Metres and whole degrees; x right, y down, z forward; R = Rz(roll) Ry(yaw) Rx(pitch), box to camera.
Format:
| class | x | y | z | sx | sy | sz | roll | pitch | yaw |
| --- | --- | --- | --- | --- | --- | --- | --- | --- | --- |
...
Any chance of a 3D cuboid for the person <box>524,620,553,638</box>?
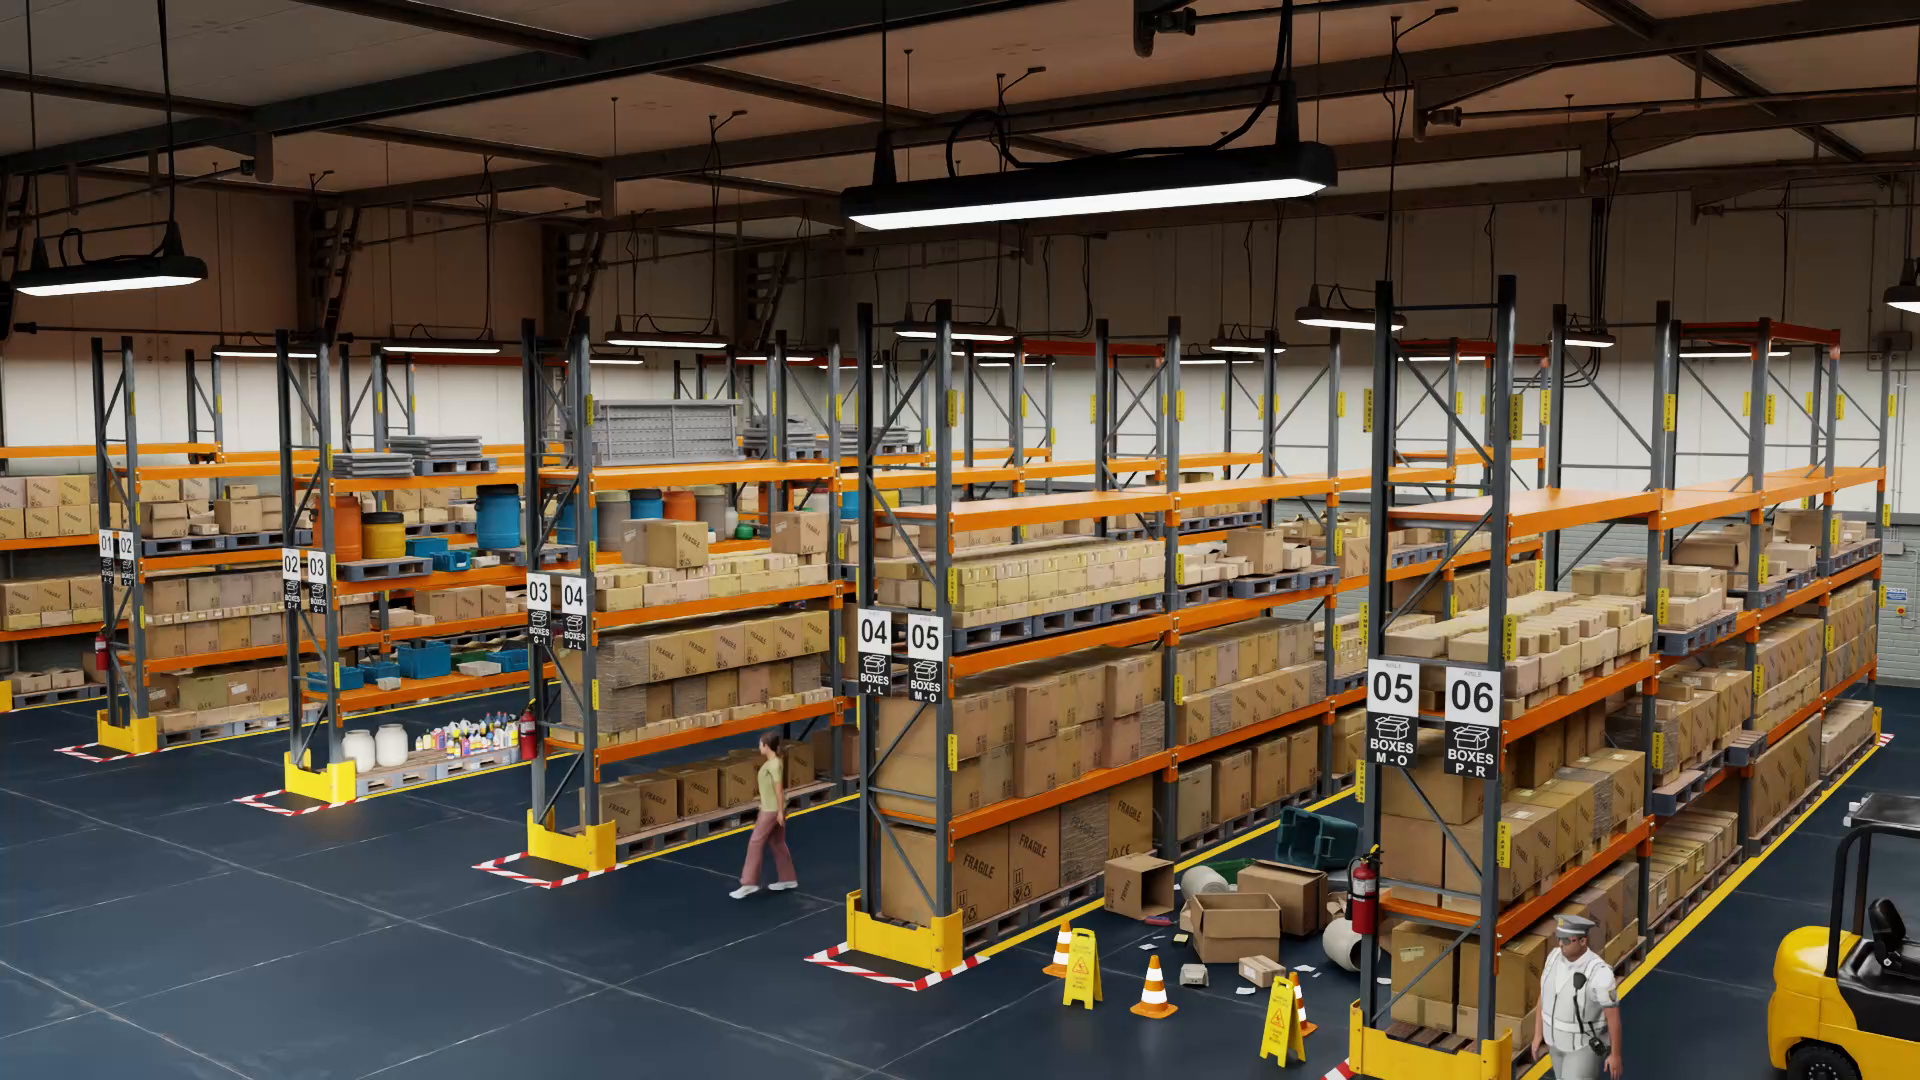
| class | x | y | z | sx | sy | sz | roll | pitch | yaw |
| --- | --- | --- | --- | --- | --- | --- | --- | --- | --- |
| person | -8.736 | 1.334 | 34.358 | 0.570 | 1.620 | 1.015 | 3 | 6 | 29 |

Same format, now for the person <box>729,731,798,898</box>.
| class | x | y | z | sx | sy | sz | roll | pitch | yaw |
| --- | --- | --- | --- | --- | --- | --- | --- | --- | --- |
| person | -2.034 | 2.829 | 17.304 | 0.670 | 1.673 | 0.560 | 0 | 5 | 2 |

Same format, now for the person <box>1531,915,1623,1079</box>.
| class | x | y | z | sx | sy | sz | roll | pitch | yaw |
| --- | --- | --- | --- | --- | --- | --- | --- | --- | --- |
| person | 4.012 | 3.339 | 10.981 | 0.841 | 1.734 | 0.590 | -2 | 5 | -24 |
